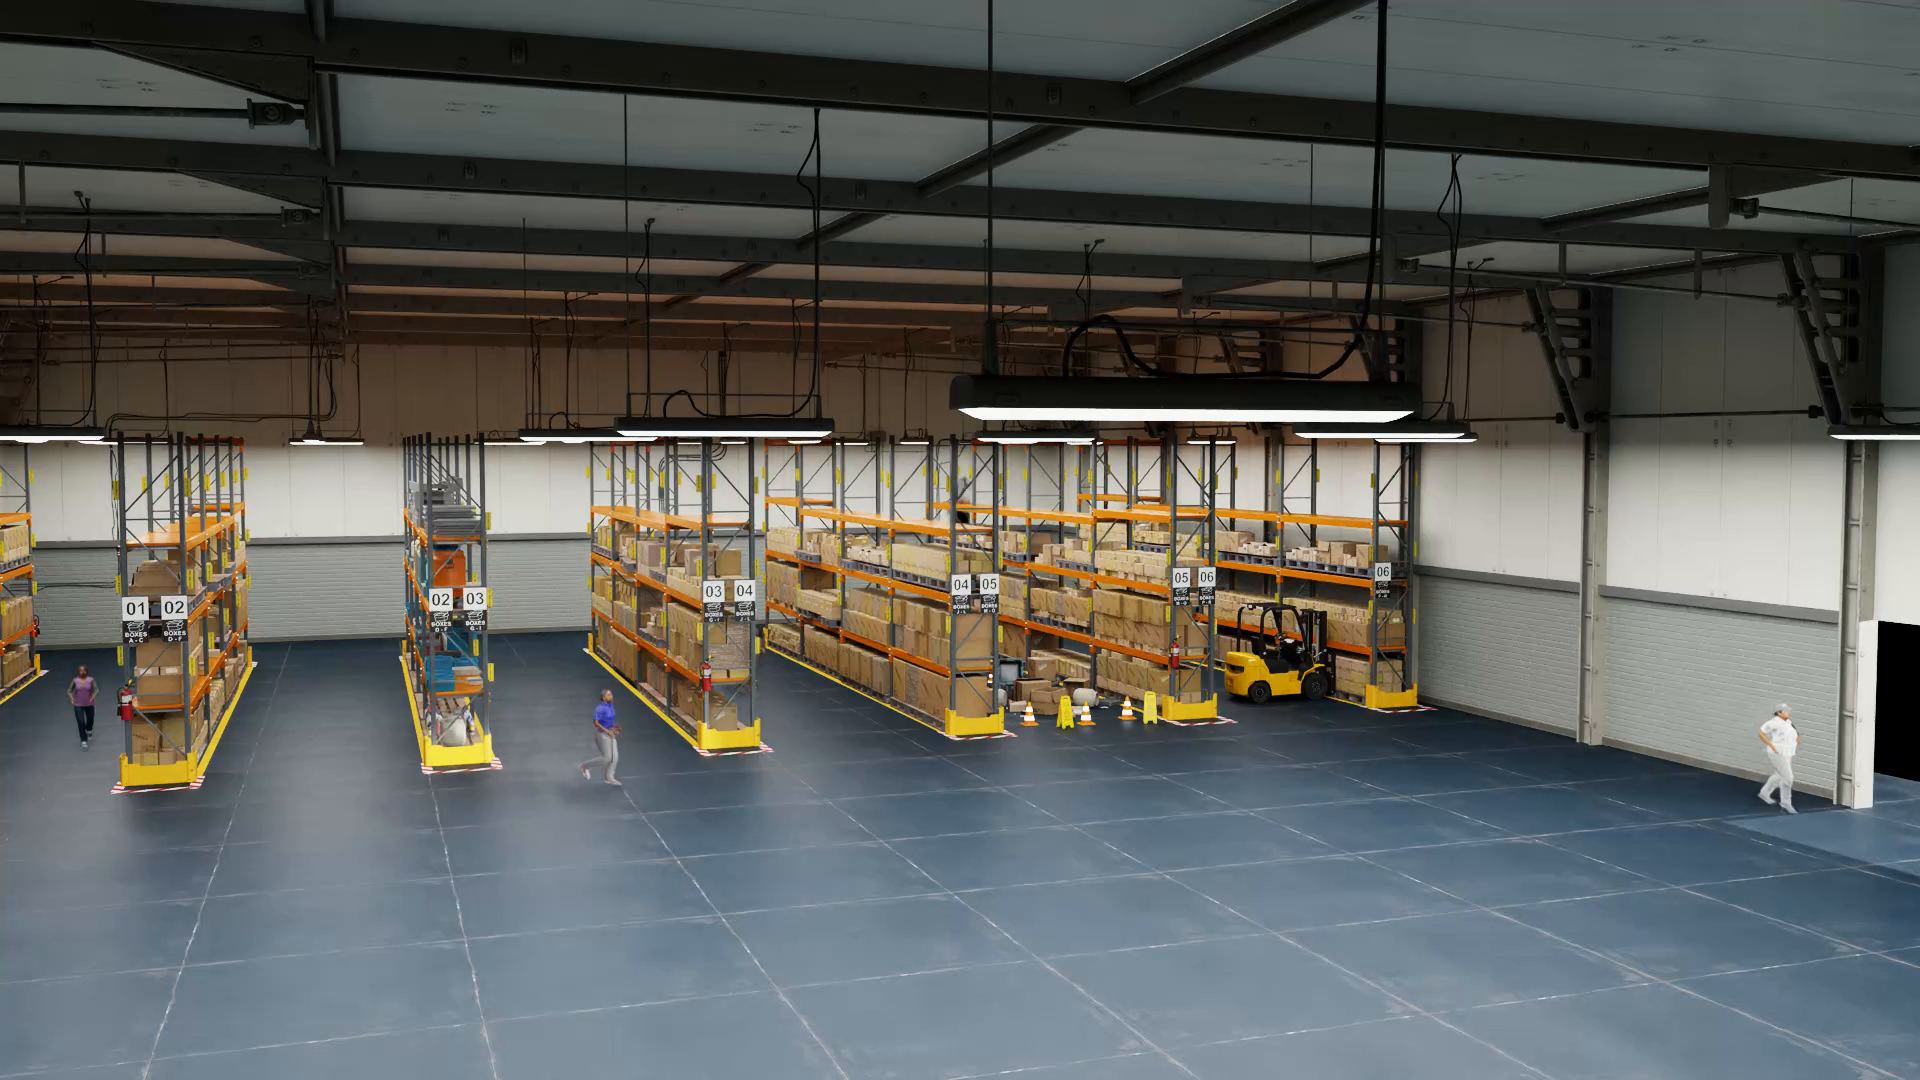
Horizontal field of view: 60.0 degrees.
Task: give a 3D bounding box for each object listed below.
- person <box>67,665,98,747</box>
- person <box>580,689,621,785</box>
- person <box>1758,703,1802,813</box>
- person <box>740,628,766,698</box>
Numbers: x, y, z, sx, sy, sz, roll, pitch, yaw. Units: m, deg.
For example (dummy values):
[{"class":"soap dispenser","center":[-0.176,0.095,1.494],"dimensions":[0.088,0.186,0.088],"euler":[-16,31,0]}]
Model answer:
[{"class":"person","center":[-16.833,3.178,31.919],"dimensions":[0.538,1.544,0.608],"euler":[-2,4,-29]},{"class":"person","center":[-6.098,3.354,28.325],"dimensions":[0.671,1.639,0.543],"euler":[1,3,11]},{"class":"person","center":[12.992,3.445,26.357],"dimensions":[0.595,1.731,0.680],"euler":[-2,4,-36]},{"class":"person","center":[-4.843,2.742,38.427],"dimensions":[0.734,1.722,0.933],"euler":[-2,4,-26]}]
